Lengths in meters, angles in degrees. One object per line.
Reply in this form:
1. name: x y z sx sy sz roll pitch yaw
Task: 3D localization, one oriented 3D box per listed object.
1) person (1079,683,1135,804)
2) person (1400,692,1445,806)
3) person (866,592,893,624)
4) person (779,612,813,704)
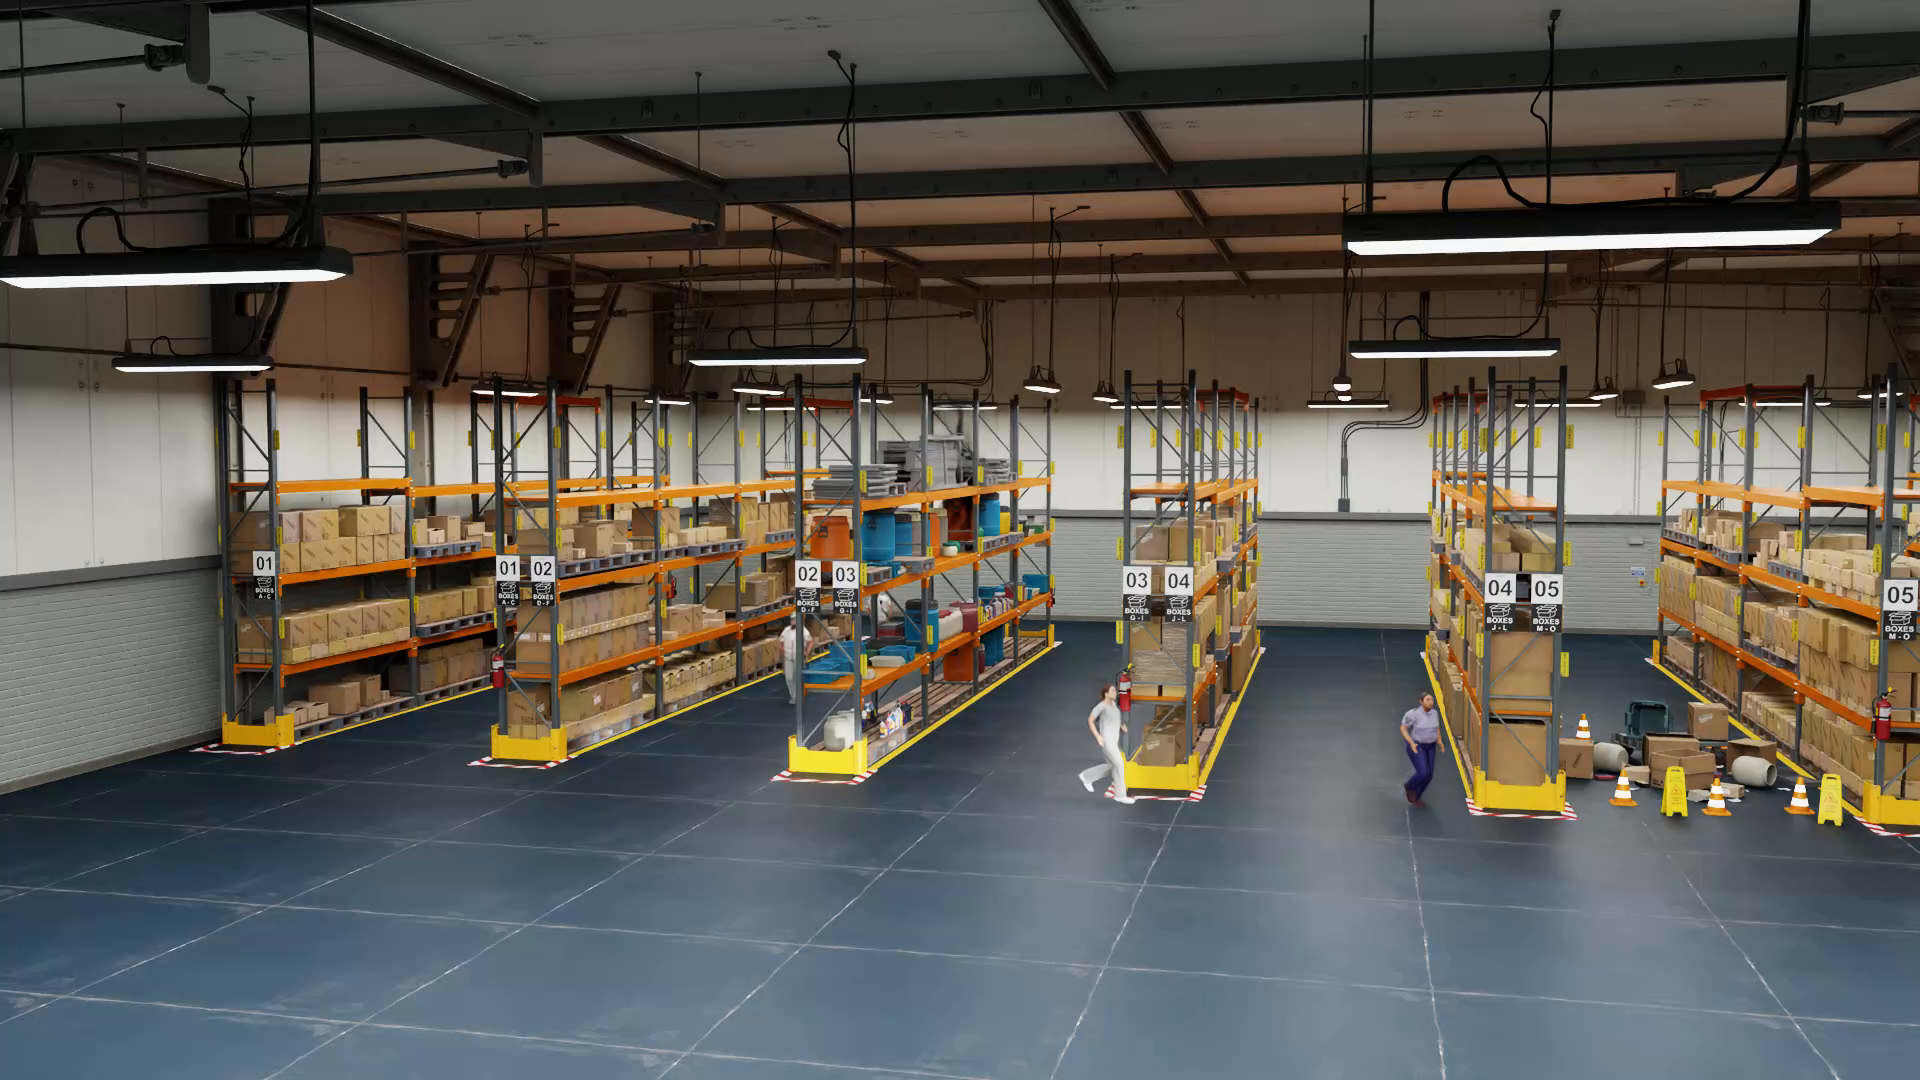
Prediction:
1. person: 2.036 2.796 23.053 0.854 1.656 0.606 2 4 29
2. person: 6.294 2.851 22.664 0.574 1.595 0.581 -1 4 -21
3. person: -1.878 1.888 38.906 0.631 1.640 0.696 1 3 11
4. person: -3.152 2.238 31.766 0.665 1.746 0.604 0 3 8
